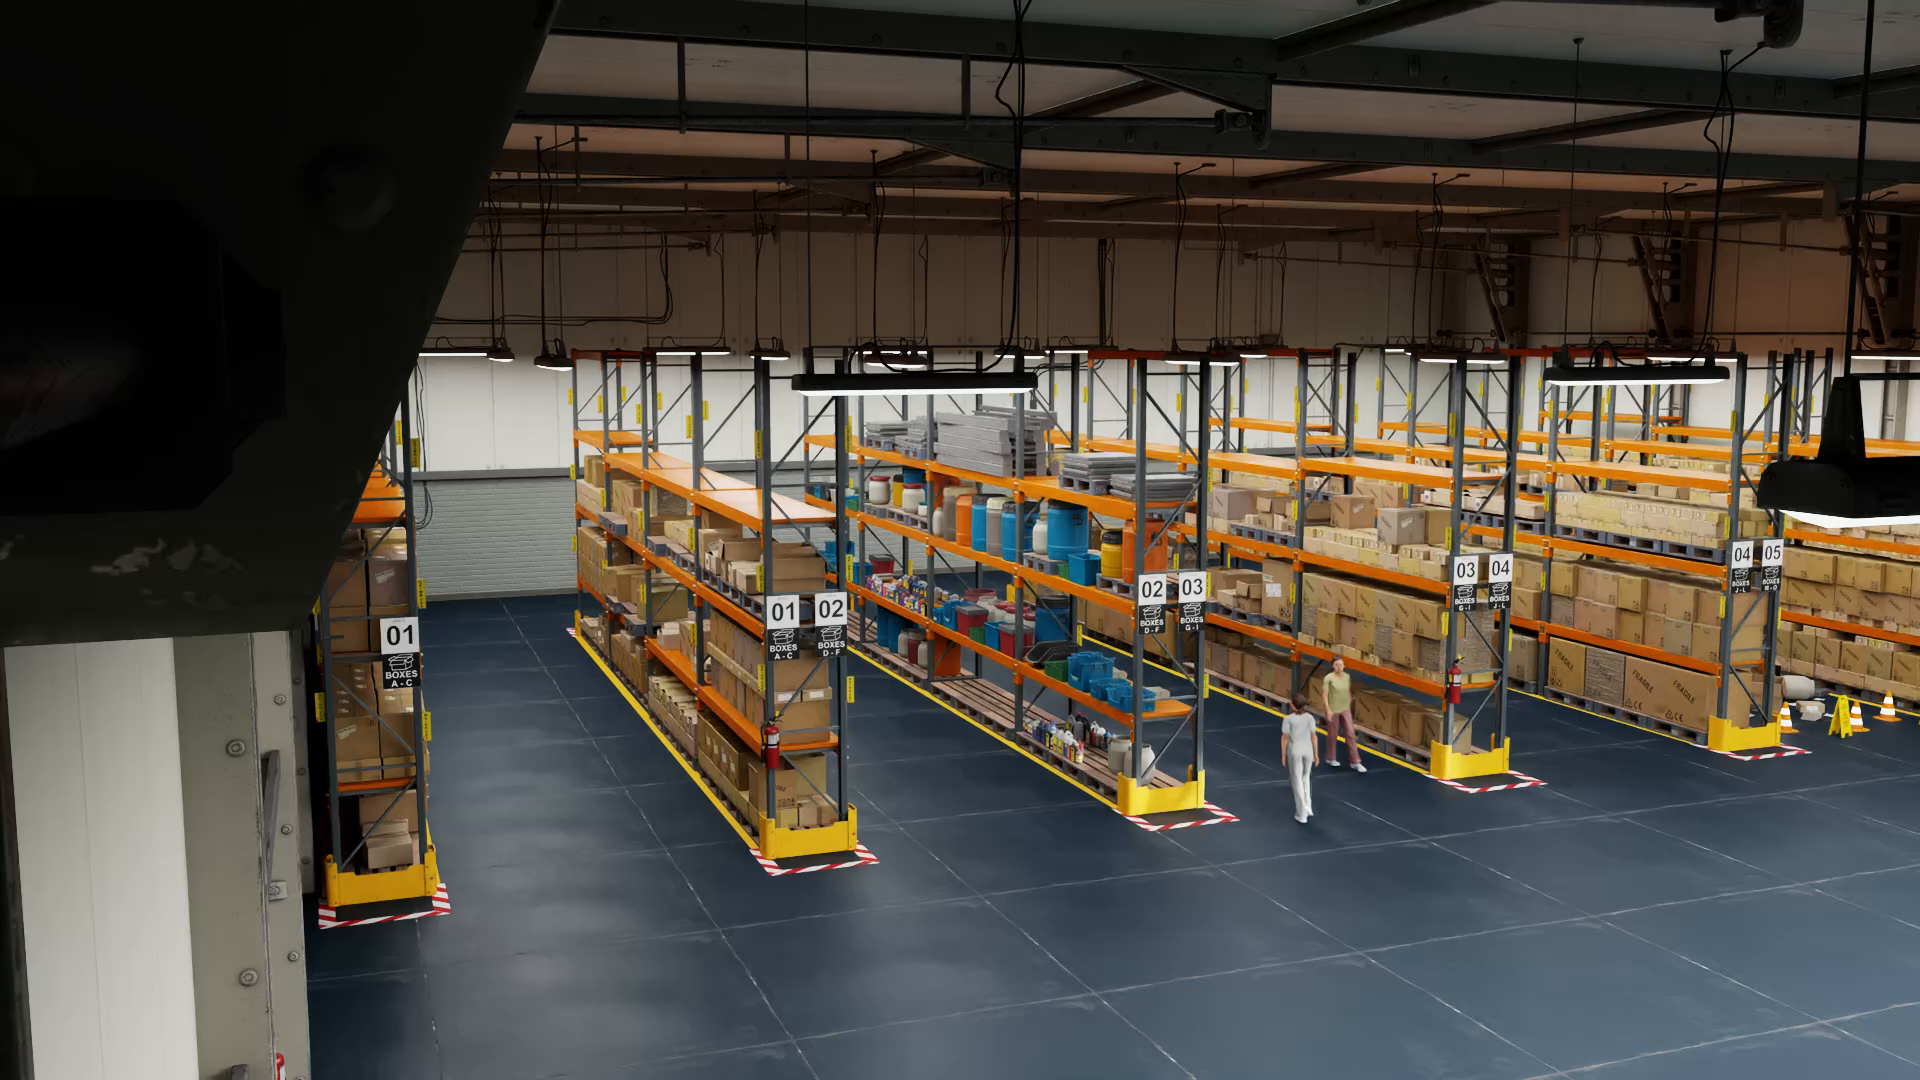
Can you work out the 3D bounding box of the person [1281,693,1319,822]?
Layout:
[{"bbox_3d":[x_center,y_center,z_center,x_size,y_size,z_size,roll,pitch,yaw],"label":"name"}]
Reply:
[{"bbox_3d":[4.410,2.817,21.622,0.478,1.655,0.516,-1,7,-6],"label":"person"}]

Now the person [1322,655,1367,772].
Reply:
[{"bbox_3d":[5.534,2.511,24.096,0.506,1.660,0.786,-1,7,-10],"label":"person"}]
